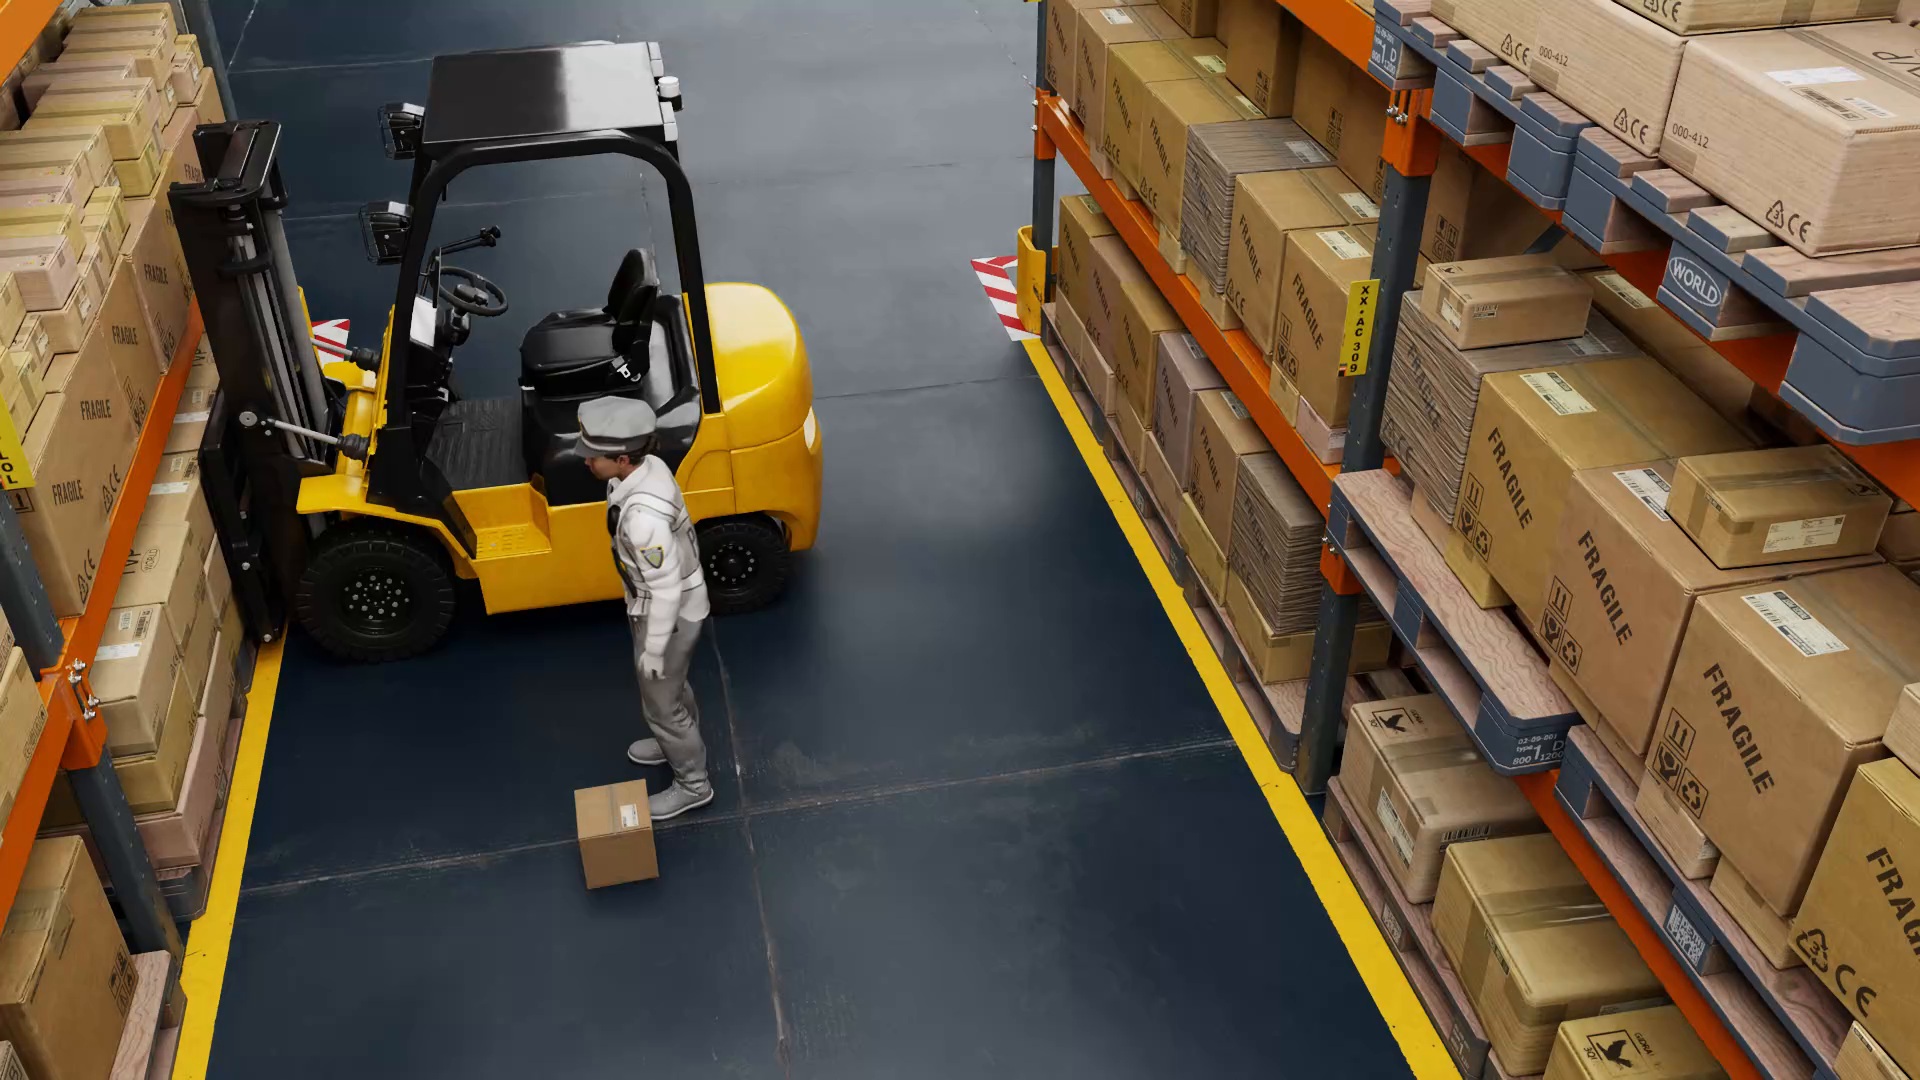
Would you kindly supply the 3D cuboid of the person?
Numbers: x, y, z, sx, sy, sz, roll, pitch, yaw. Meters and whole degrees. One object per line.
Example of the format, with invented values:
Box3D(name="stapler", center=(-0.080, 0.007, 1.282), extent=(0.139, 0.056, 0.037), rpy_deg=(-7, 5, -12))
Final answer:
Box3D(name="person", center=(-1.058, 0.248, 5.777), extent=(0.370, 1.666, 0.545), rpy_deg=(-9, 36, -12))
